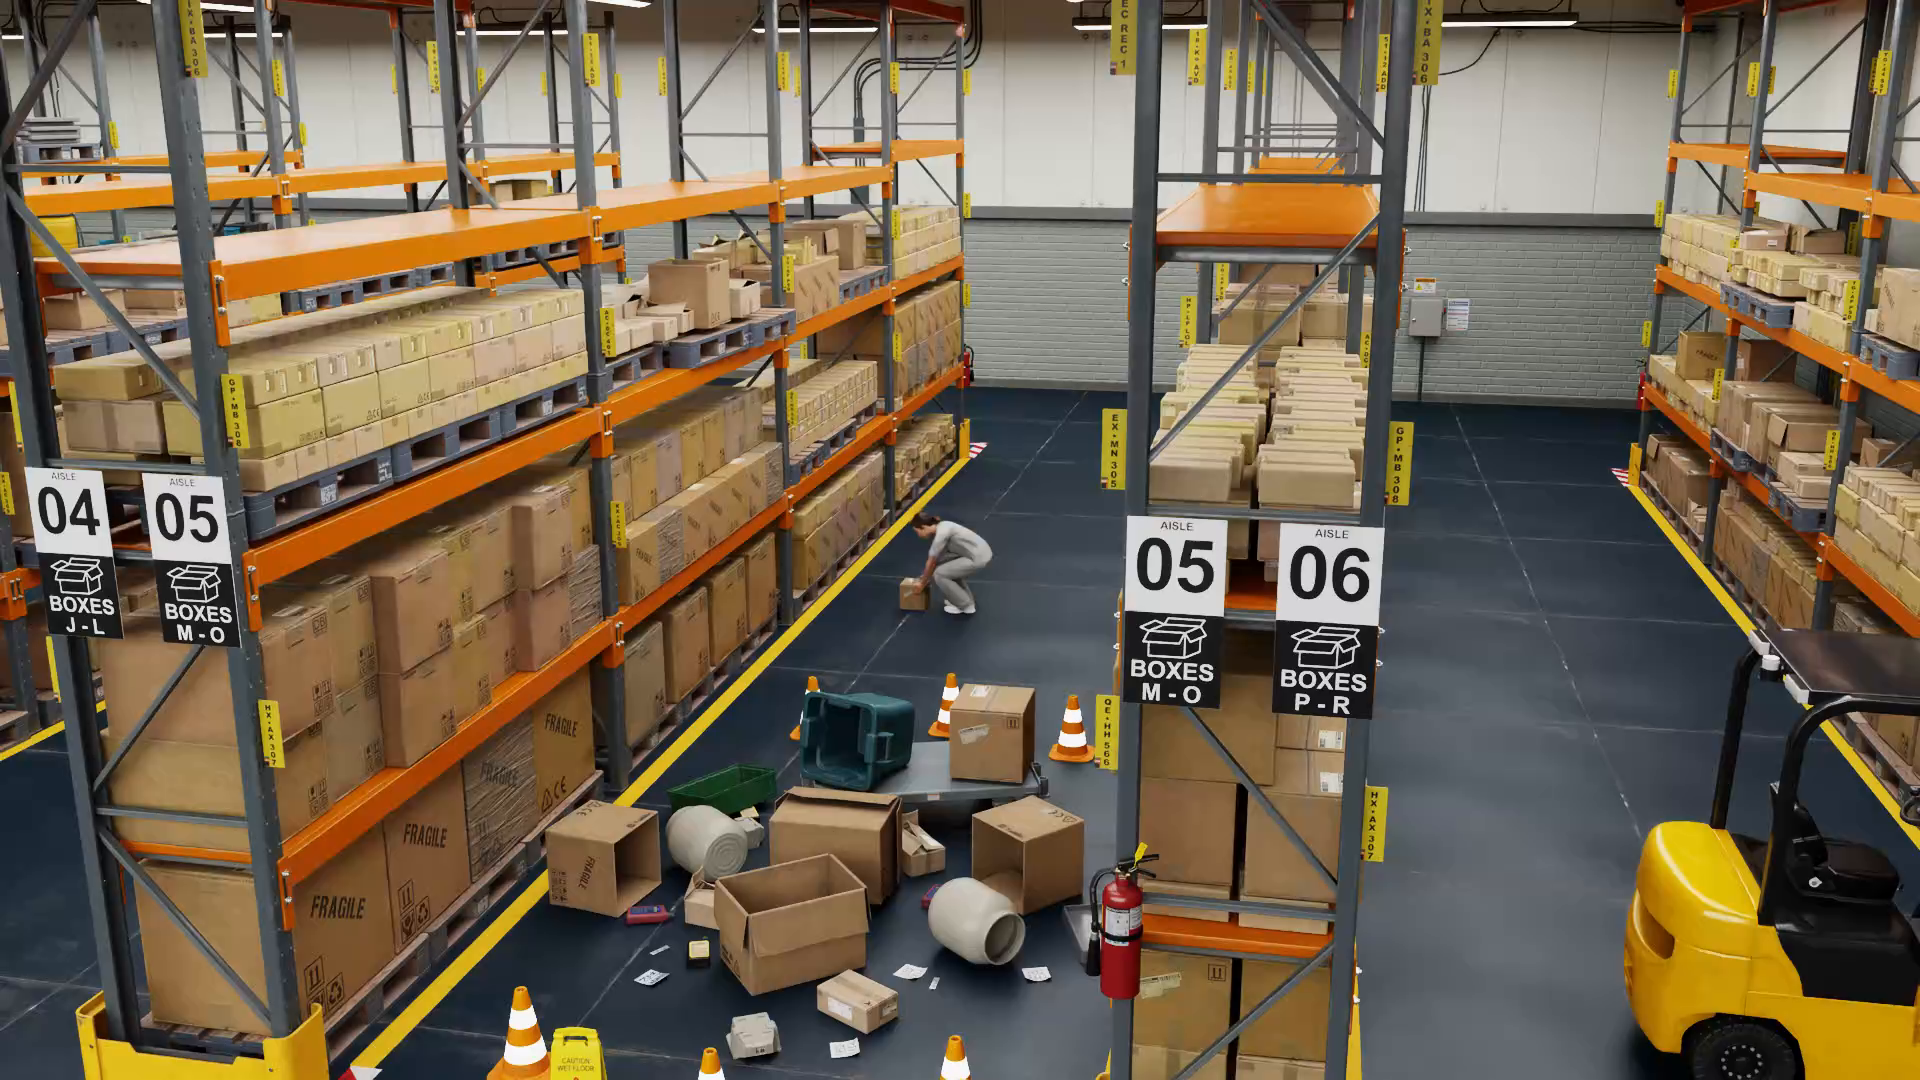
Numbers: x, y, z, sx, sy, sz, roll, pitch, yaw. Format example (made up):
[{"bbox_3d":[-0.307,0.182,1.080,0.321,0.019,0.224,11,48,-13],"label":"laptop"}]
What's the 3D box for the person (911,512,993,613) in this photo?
[{"bbox_3d":[-0.084,0.208,16.107,0.787,0.974,0.481,3,15,11],"label":"person"}]
